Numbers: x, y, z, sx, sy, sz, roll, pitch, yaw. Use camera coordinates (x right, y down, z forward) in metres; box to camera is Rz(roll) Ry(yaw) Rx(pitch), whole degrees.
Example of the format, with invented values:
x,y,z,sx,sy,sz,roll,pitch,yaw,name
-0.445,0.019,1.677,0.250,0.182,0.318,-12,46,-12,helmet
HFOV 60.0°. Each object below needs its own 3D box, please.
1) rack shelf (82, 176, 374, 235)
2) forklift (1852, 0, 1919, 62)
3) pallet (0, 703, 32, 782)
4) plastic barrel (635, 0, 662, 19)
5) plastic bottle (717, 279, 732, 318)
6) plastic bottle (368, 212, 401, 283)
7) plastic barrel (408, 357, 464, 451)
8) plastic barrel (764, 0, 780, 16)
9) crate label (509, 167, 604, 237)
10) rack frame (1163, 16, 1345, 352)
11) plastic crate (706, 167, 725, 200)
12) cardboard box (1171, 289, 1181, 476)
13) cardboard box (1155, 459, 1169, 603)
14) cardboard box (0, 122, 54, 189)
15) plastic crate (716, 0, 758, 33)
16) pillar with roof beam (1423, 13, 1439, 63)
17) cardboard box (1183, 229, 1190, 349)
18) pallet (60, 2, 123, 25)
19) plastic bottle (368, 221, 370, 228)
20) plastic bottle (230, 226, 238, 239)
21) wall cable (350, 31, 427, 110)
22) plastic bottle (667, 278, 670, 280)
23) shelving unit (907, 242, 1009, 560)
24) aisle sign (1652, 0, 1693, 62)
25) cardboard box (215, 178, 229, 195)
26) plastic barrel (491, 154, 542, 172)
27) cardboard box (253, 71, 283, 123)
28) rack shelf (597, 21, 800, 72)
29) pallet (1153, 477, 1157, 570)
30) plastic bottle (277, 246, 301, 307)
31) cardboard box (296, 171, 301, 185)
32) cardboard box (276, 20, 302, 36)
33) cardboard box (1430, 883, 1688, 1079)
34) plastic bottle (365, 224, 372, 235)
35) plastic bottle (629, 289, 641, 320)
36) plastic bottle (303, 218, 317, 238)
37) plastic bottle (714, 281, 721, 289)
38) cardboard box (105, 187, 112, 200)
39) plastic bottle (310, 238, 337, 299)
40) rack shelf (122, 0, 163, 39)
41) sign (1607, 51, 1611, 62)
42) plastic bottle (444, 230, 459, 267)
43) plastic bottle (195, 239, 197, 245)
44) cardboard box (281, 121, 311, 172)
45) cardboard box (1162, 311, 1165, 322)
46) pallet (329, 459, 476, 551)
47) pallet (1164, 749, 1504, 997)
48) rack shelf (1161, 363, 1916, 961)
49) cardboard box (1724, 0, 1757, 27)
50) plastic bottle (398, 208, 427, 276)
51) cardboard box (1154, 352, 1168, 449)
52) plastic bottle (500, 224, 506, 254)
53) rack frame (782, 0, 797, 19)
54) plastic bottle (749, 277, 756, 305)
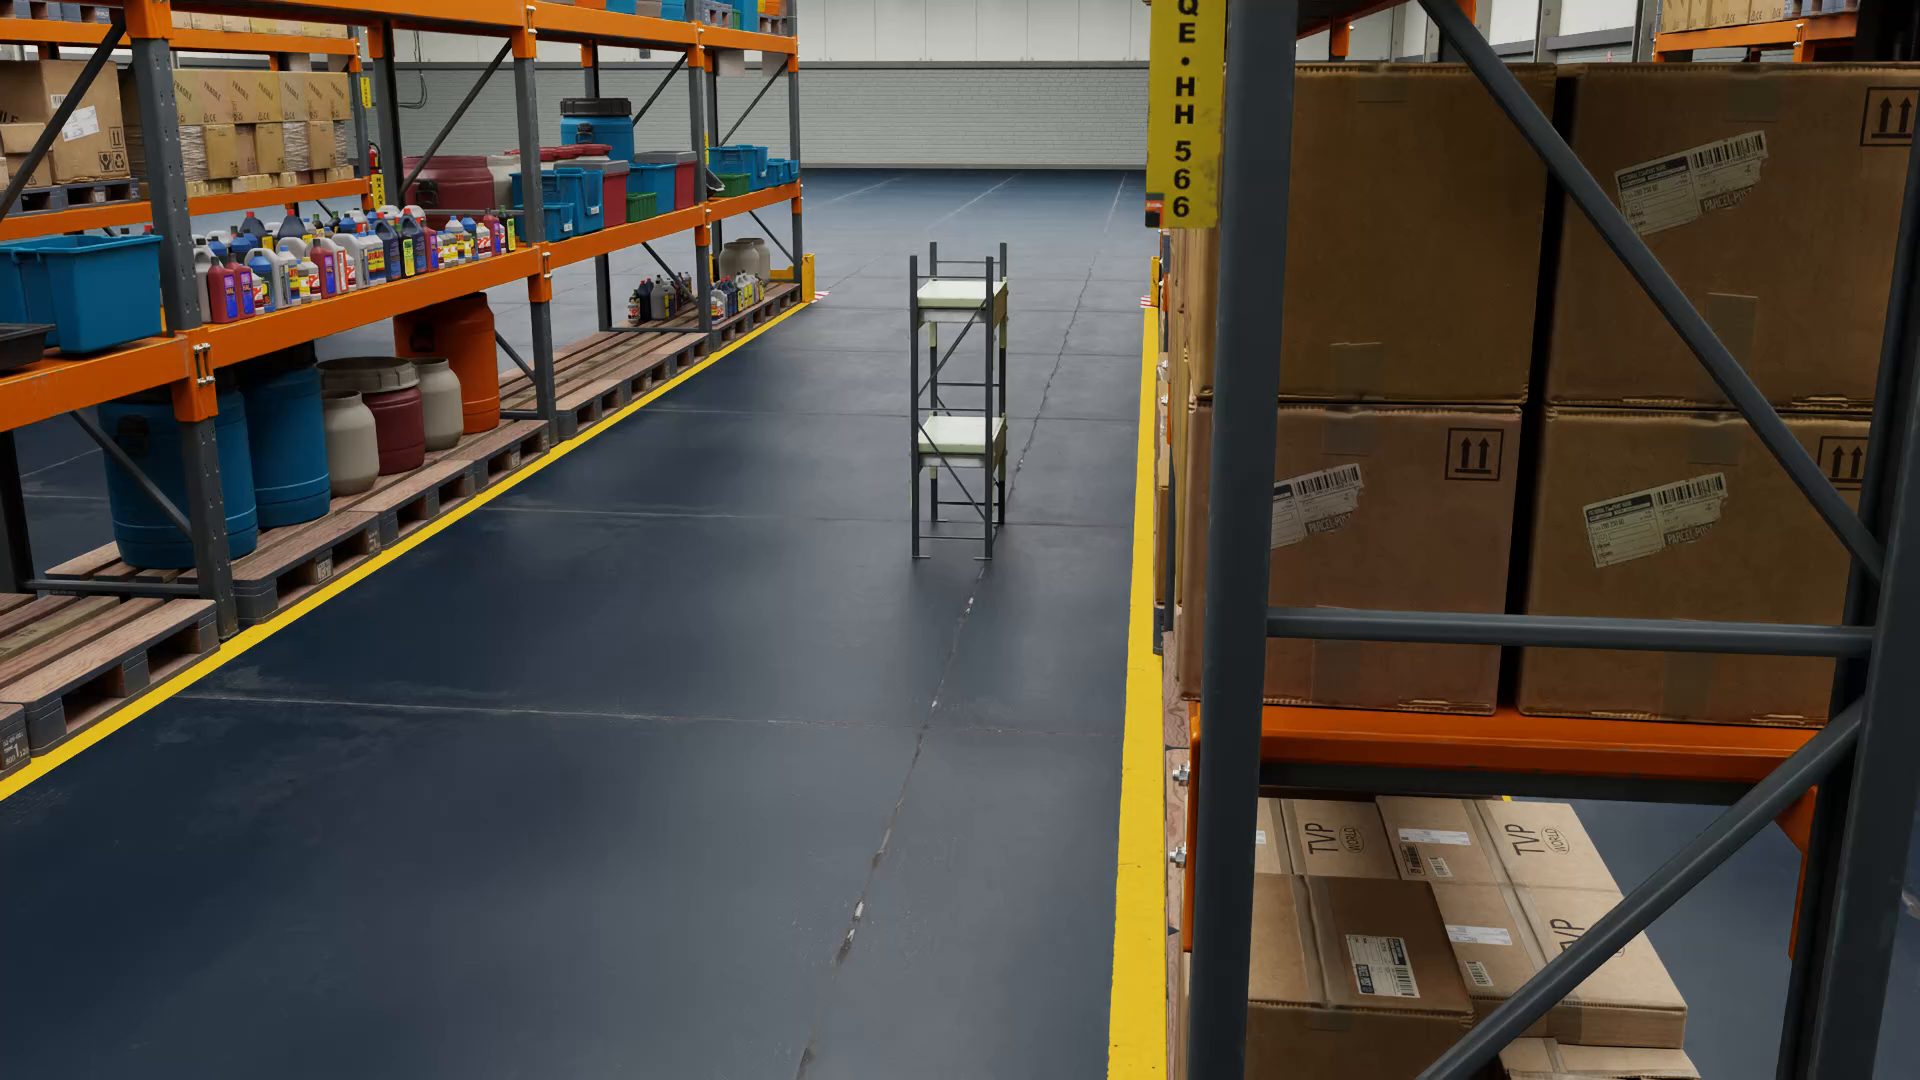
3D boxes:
x,y,z,sx,sy,sz,roll,pitch,yaw,name
-7.404,-3.437,17.004,1.077,0.370,4.000,2,15,6,rack shelf
4.381,-1.057,6.956,3.031,2.935,1.130,-10,18,-34,forklift
-3.791,0.811,5.260,1.003,0.211,1.213,2,15,6,pallet
-2.624,-4.502,12.857,0.600,0.901,0.600,0,15,0,plastic barrel
-2.205,-2.250,15.470,0.144,0.351,0.185,2,15,8,plastic bottle
-3.006,-1.522,8.638,0.144,0.351,0.185,2,15,6,plastic bottle
-3.173,-0.807,9.863,0.421,0.512,0.421,0,15,0,plastic barrel
-2.186,-5.885,17.307,0.600,0.830,0.708,2,15,6,plastic barrel
-2.779,-2.349,11.534,0.502,0.435,0.616,2,15,6,crate label
1.761,-1.935,10.072,1.000,3.000,0.127,2,15,6,rack frame
-2.523,-3.222,14.949,0.767,0.338,0.504,2,15,6,plastic crate
0.812,-0.427,4.305,0.500,0.500,0.500,1,15,5,cardboard box
1.081,-0.040,7.009,0.500,0.500,0.500,2,15,6,cardboard box
-7.734,-3.066,13.251,0.797,0.503,0.637,3,15,12,cardboard box
-2.173,-5.094,16.038,0.392,0.384,0.575,2,15,6,plastic crate
6.797,-12.906,39.150,9.100,9.000,0.400,2,15,6,pillar with roof beam
0.692,-0.646,3.197,0.500,0.500,0.500,2,15,8,cardboard box
-7.806,-4.466,14.044,1.213,0.211,1.003,2,15,6,pallet
-3.581,-1.829,10.060,0.097,0.201,0.097,0,15,0,plastic bottle
-3.768,-1.482,8.620,0.061,0.283,0.133,2,15,6,plastic bottle
-17.901,-14.489,50.954,3.097,2.526,0.112,2,15,6,wall cable
-2.845,-2.424,16.263,0.097,0.271,0.097,0,15,0,plastic bottle
0.001,-0.726,8.473,0.431,1.500,0.755,2,15,6,shelving unit
7.296,-5.148,16.972,0.394,0.787,0.004,2,15,6,aisle sign
-7.246,-3.386,15.920,0.380,0.149,0.250,2,15,6,cardboard box
-3.209,-2.518,12.015,0.421,0.512,0.421,0,15,0,plastic barrel
-7.170,-4.439,16.653,0.500,0.500,0.500,2,15,6,cardboard box
-2.483,-4.739,16.073,1.077,0.370,4.000,2,15,6,rack shelf
1.499,-0.081,8.558,1.003,0.211,1.213,2,15,6,pallet
-3.099,-1.216,7.657,0.097,0.271,0.097,0,15,0,plastic bottle
-7.131,-3.777,17.365,0.380,0.149,0.250,2,15,6,cardboard box
-7.100,-5.284,16.997,0.500,0.250,0.500,2,15,7,cardboard box
1.258,0.992,3.671,0.500,0.250,0.500,2,15,6,cardboard box
-3.456,-1.765,9.822,0.097,0.201,0.097,0,15,0,plastic bottle
-2.982,-2.155,15.247,0.061,0.283,0.133,2,15,9,plastic bottle
-3.664,-1.674,9.351,0.097,0.271,0.097,0,15,0,plastic bottle
-2.286,-2.371,16.060,0.152,0.276,0.135,2,15,6,plastic bottle
-7.898,-3.209,15.263,0.380,0.149,0.250,2,15,6,cardboard box
-3.046,-1.301,7.951,0.061,0.283,0.133,2,15,6,plastic bottle
-3.837,-1.627,4.563,1.077,0.370,4.000,2,15,6,rack shelf
9.460,-6.972,24.260,0.001,0.298,0.199,2,15,6,sign
-2.894,-1.653,9.410,0.097,0.201,0.097,0,15,0,plastic bottle
-3.664,-1.321,8.047,0.097,0.271,0.097,0,15,0,plastic bottle
-7.305,-4.091,17.284,0.875,0.500,0.500,2,15,6,cardboard box
1.687,-1.490,11.816,0.500,0.311,0.500,2,15,6,cardboard box
-3.348,-0.215,9.052,1.003,0.211,1.213,2,15,6,pallet
1.096,0.944,4.768,1.003,0.211,1.213,2,15,6,pallet
1.084,-0.032,4.411,1.077,0.370,4.000,2,15,6,rack shelf
7.041,-4.748,14.496,0.500,0.500,0.500,1,15,4,cardboard box
-2.970,-1.604,8.943,0.144,0.351,0.185,2,15,6,plastic bottle
1.426,-0.831,9.936,0.500,0.500,0.500,2,15,9,cardboard box
-2.813,-1.839,10.098,0.097,0.201,0.097,0,15,0,plastic bottle
-2.257,-7.053,17.506,1.000,3.000,0.127,2,15,6,rack frame
-2.100,-2.465,16.406,0.152,0.276,0.135,1,15,5,plastic bottle
